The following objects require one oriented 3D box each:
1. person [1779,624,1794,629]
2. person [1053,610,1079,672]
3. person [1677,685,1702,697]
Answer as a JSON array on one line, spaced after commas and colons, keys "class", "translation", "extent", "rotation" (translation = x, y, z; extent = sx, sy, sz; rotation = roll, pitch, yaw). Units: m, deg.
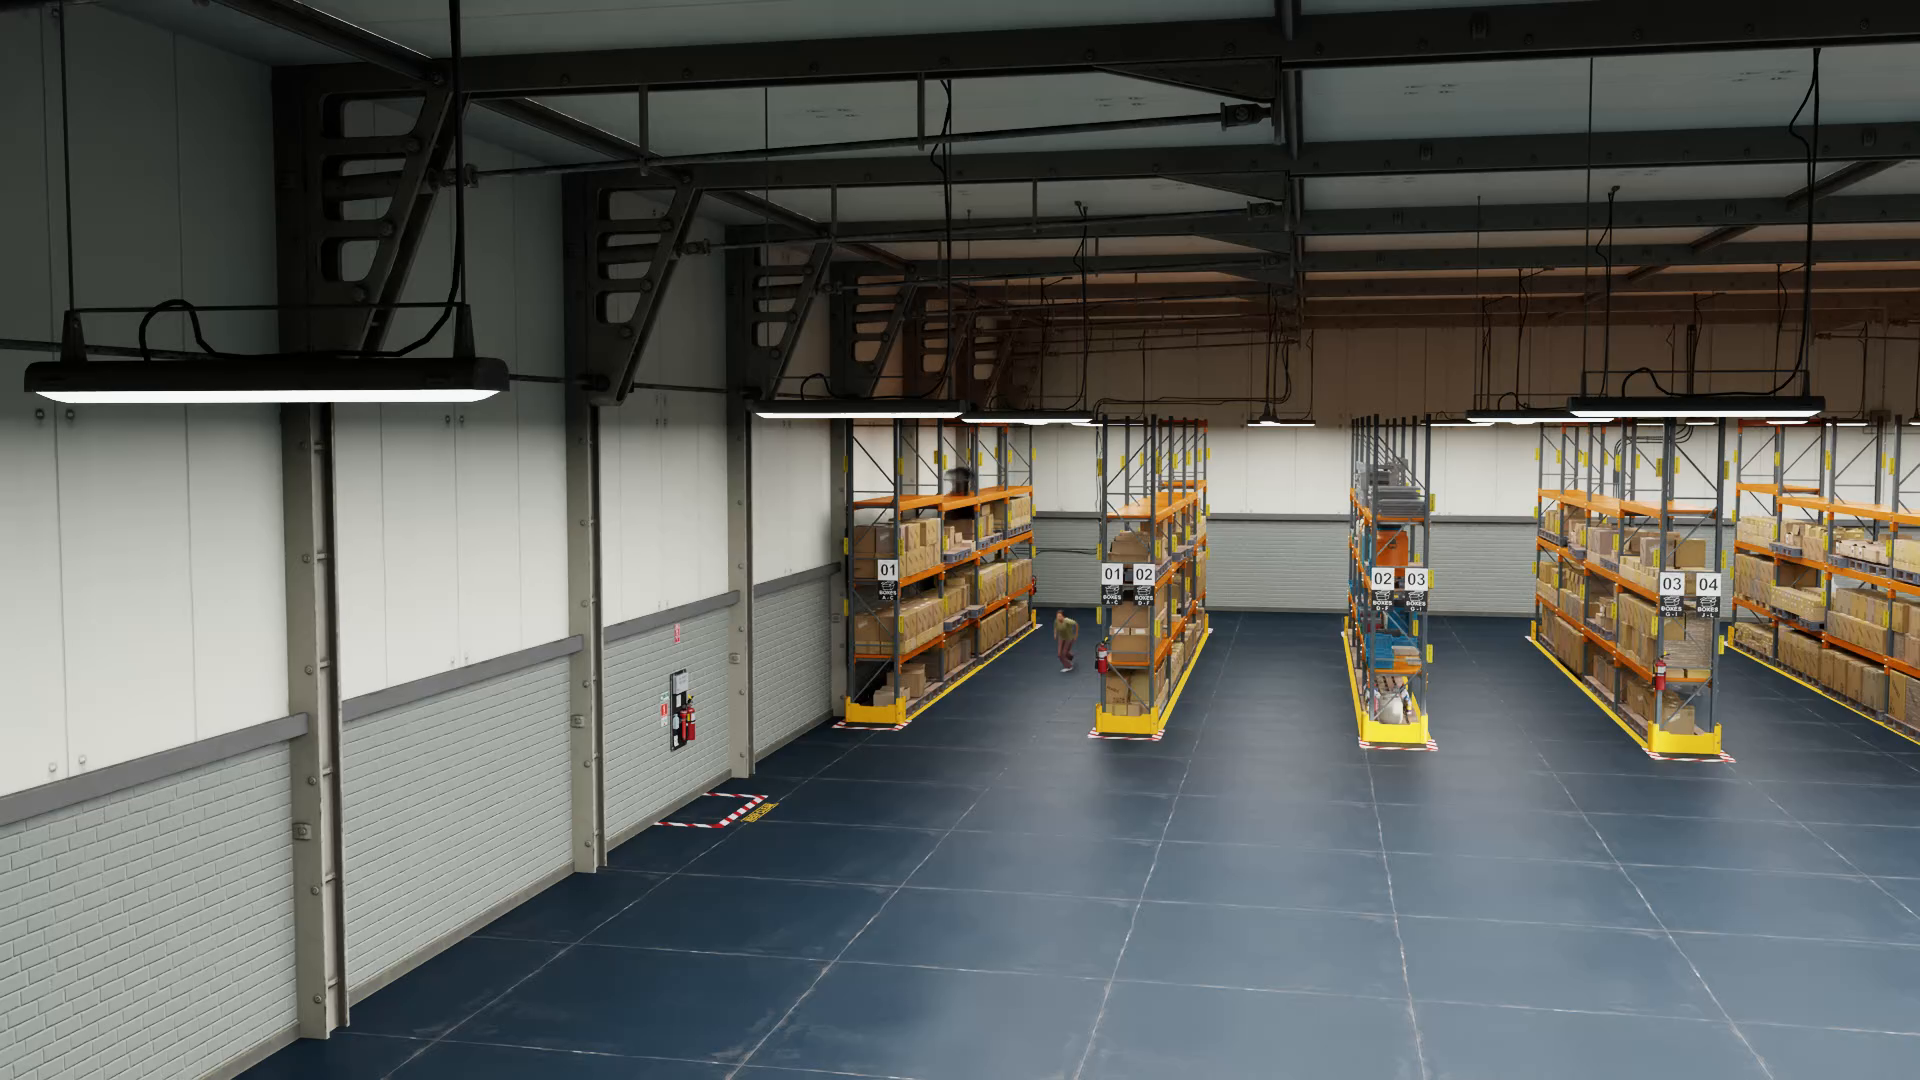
[{"class": "person", "translation": [23.194, 1.725, 46.743], "extent": [0.918, 1.824, 0.700], "rotation": [-1, 4, -12]}, {"class": "person", "translation": [2.522, 2.376, 39.220], "extent": [0.604, 1.495, 0.786], "rotation": [2, 4, 29]}, {"class": "person", "translation": [15.793, 2.475, 35.654], "extent": [0.695, 1.736, 0.662], "rotation": [1, 4, 12]}]
